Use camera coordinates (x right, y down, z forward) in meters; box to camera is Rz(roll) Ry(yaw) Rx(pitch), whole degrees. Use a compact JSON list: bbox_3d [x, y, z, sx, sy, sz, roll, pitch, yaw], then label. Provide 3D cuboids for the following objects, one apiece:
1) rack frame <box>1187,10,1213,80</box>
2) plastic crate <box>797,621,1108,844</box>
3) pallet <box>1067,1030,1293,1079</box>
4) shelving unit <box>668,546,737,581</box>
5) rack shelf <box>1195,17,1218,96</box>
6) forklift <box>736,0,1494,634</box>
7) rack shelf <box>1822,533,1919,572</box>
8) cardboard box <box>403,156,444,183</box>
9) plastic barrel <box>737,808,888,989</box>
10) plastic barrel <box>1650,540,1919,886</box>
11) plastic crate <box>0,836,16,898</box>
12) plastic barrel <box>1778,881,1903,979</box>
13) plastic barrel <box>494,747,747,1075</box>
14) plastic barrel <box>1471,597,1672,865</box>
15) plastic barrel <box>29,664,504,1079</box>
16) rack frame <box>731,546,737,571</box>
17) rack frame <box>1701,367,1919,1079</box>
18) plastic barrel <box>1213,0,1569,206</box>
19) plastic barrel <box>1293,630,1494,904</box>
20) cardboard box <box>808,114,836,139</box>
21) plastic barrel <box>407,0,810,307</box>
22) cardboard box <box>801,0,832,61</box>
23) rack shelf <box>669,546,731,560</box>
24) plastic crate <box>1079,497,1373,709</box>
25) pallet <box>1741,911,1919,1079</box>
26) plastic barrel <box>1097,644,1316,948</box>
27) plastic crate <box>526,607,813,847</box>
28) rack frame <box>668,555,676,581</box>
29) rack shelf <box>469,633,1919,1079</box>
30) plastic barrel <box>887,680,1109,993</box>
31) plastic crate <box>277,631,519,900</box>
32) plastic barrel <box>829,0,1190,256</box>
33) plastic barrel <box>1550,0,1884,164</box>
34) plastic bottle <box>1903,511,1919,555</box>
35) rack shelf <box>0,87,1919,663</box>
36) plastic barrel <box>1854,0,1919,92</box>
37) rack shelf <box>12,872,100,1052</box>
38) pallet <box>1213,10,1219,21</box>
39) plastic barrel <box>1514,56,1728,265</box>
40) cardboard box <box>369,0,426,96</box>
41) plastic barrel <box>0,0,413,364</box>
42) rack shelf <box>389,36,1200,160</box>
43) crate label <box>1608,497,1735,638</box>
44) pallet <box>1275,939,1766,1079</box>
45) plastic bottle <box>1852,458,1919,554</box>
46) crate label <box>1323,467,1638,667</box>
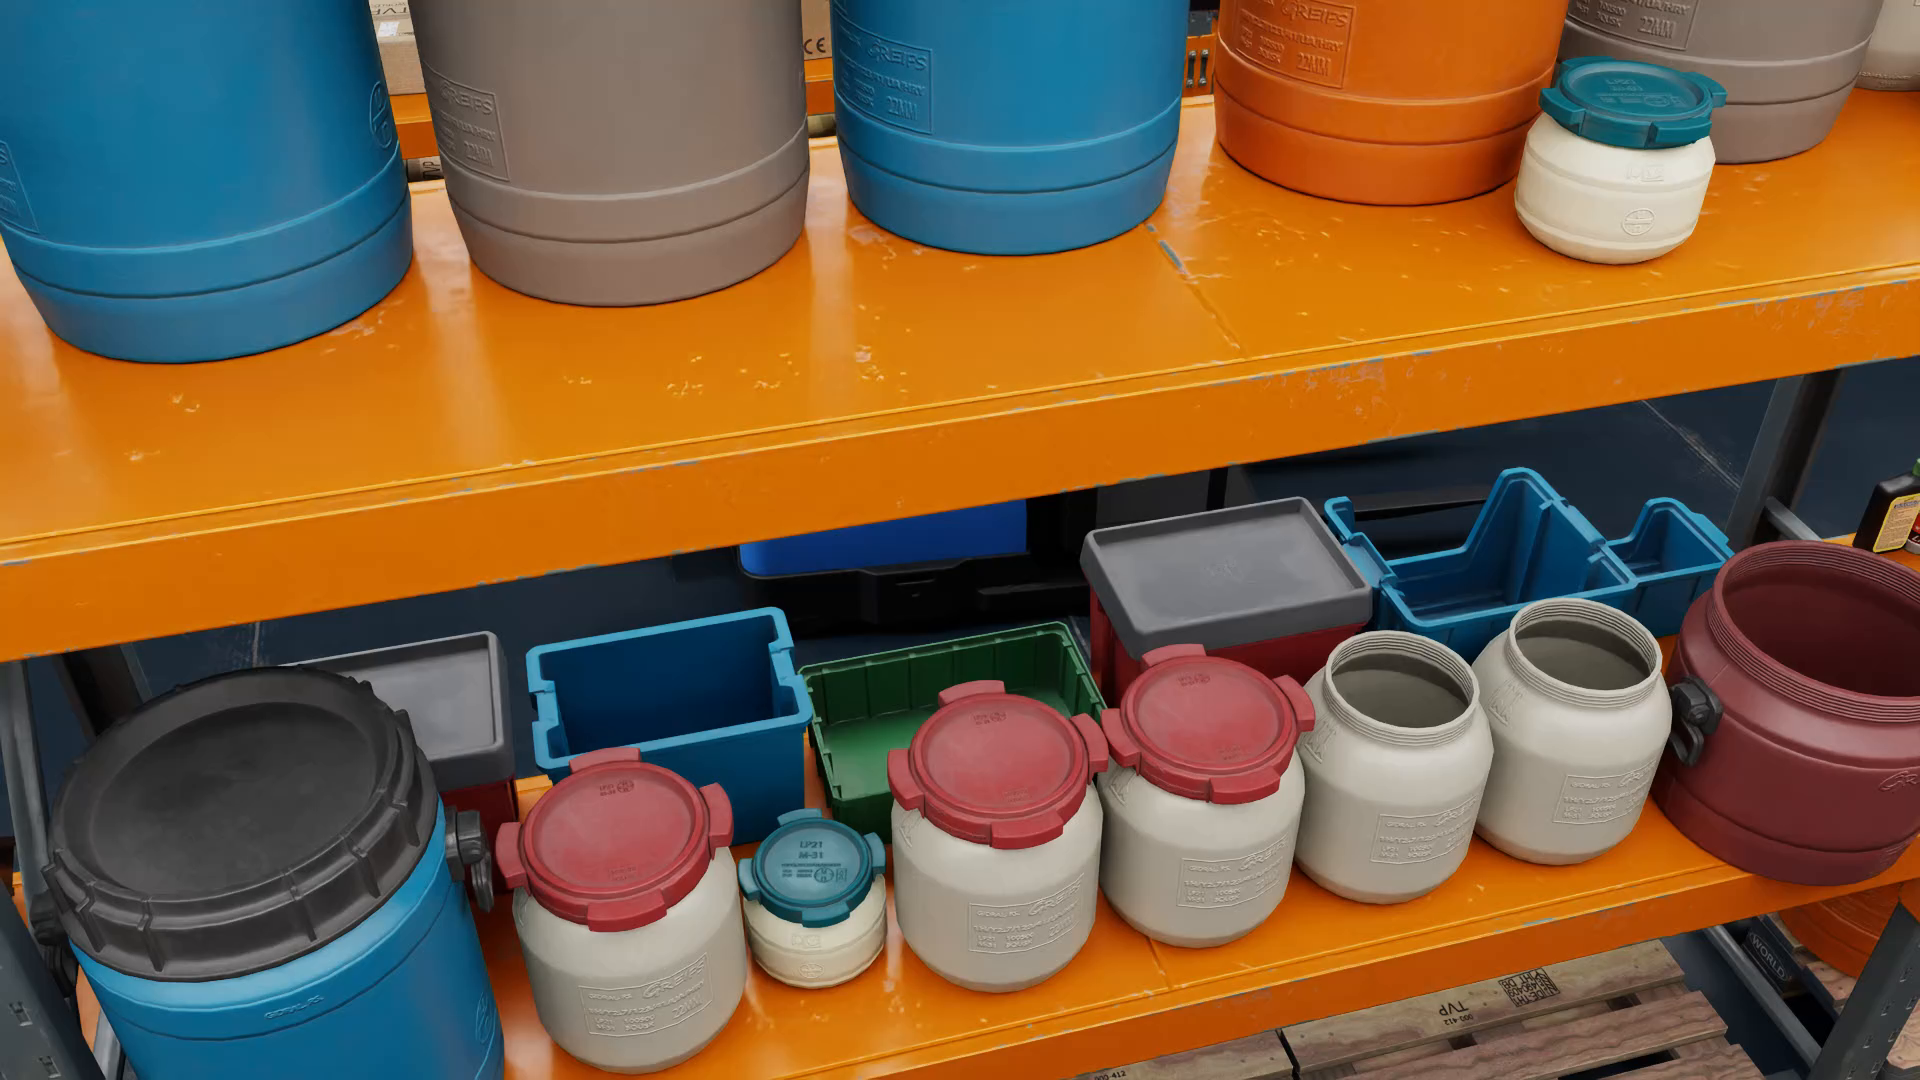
[{"bbox_3d":[0.959,-2.729,7.848,0.127,3.000,1.000,-9,38,-12],"label":"rack frame"},{"bbox_3d":[-0.007,0.454,3.863,0.662,0.188,0.450,-9,38,-12],"label":"plastic crate"},{"bbox_3d":[0.313,1.576,4.516,1.213,0.211,1.003,-9,38,-12],"label":"pallet"},{"bbox_3d":[-1.060,-0.331,6.304,0.252,1.050,0.215,-9,38,-4],"label":"shelving unit"},{"bbox_3d":[2.890,-2.760,8.481,4.000,0.370,1.077,-9,38,-12],"label":"rack shelf"},{"bbox_3d":[0.615,-1.222,5.935,3.031,2.935,1.130,-5,38,-7],"label":"forklift"},{"bbox_3d":[4.177,0.146,4.682,4.000,0.370,1.077,-9,38,-12],"label":"rack shelf"},{"bbox_3d":[-2.587,-1.625,7.861,0.500,0.311,0.500,-9,38,-12],"label":"cardboard box"},{"bbox_3d":[-0.297,0.746,3.420,0.301,0.262,0.301,0,37,0],"label":"plastic barrel"},{"bbox_3d":[1.878,0.374,3.680,0.708,0.536,0.600,-9,38,-12],"label":"plastic barrel"},{"bbox_3d":[-2.154,0.844,3.229,0.504,0.338,0.767,-9,38,-12],"label":"plastic crate"},{"bbox_3d":[2.714,0.785,4.696,0.708,0.830,0.600,-9,38,-12],"label":"plastic barrel"},{"bbox_3d":[-0.634,0.734,3.210,0.433,0.535,0.433,0,37,0],"label":"plastic barrel"},{"bbox_3d":[1.309,0.421,3.639,0.421,0.512,0.421,0,37,0],"label":"plastic barrel"},{"bbox_3d":[-1.163,0.728,2.916,0.708,0.901,0.600,-9,38,-12],"label":"plastic barrel"},{"bbox_3d":[-0.940,-0.351,6.313,0.008,1.050,0.200,-9,38,-4],"label":"rack frame"},{"bbox_3d":[2.247,0.177,4.049,0.127,3.000,1.000,-9,38,-12],"label":"rack frame"},{"bbox_3d":[0.766,-1.078,2.868,0.708,0.830,0.600,-9,38,-12],"label":"plastic barrel"},{"bbox_3d":[0.902,0.488,3.551,0.421,0.512,0.421,0,37,0],"label":"plastic barrel"},{"bbox_3d":[-0.621,-1.948,8.283,0.500,0.311,0.500,-10,39,-13],"label":"cardboard box"},{"bbox_3d":[-0.549,-0.891,2.565,0.600,0.901,0.600,0,37,0],"label":"plastic barrel"},{"bbox_3d":[-0.657,-2.493,7.458,0.500,0.500,0.500,-11,39,-14],"label":"cardboard box"},{"bbox_3d":[-1.036,-0.105,6.482,0.240,0.259,0.215,-9,38,-4],"label":"rack shelf"},{"bbox_3d":[0.607,0.228,3.930,0.583,0.464,0.402,-9,38,-12],"label":"plastic crate"},{"bbox_3d":[2.997,1.136,5.092,1.213,0.211,1.003,-9,38,-12],"label":"pallet"},{"bbox_3d":[0.492,0.549,3.451,0.433,0.535,0.433,0,37,0],"label":"plastic barrel"},{"bbox_3d":[-0.631,0.460,3.693,0.575,0.384,0.392,-9,38,-12],"label":"plastic crate"},{"bbox_3d":[-1.180,-0.311,6.295,0.008,1.050,0.200,-9,38,-4],"label":"rack frame"},{"bbox_3d":[0.316,0.780,3.854,4.000,0.370,1.077,-9,38,-12],"label":"rack shelf"},{"bbox_3d":[0.074,0.618,3.362,0.433,0.535,0.433,0,37,0],"label":"plastic barrel"},{"bbox_3d":[-1.227,0.529,3.537,0.583,0.464,0.402,-9,38,-12],"label":"plastic crate"},{"bbox_3d":[0.082,-0.995,2.700,0.708,0.901,0.600,-9,38,-12],"label":"plastic barrel"},{"bbox_3d":[1.397,-1.210,2.982,0.600,0.901,0.600,0,37,0],"label":"plastic barrel"},{"bbox_3d":[2.642,-0.066,4.531,0.097,0.201,0.097,0,37,0],"label":"plastic bottle"},{"bbox_3d":[0.316,-0.412,2.942,4.000,0.370,1.077,-9,38,-12],"label":"rack shelf"},{"bbox_3d":[1.867,-1.189,3.275,0.421,0.512,0.421,0,37,0],"label":"plastic barrel"},{"bbox_3d":[-3.546,1.413,3.026,4.000,0.370,1.077,-9,38,-12],"label":"rack shelf"},{"bbox_3d":[1.595,-2.801,8.101,1.003,0.211,1.213,-9,38,-12],"label":"pallet"},{"bbox_3d":[1.080,-0.621,2.738,0.301,0.262,0.301,0,37,0],"label":"plastic barrel"},{"bbox_3d":[-2.439,-2.139,7.201,0.500,0.250,0.500,-7,38,-9],"label":"cardboard box"},{"bbox_3d":[-1.181,-0.787,2.429,0.708,0.901,0.600,-9,38,-12],"label":"plastic barrel"},{"bbox_3d":[-0.972,-2.126,7.653,4.000,0.370,1.077,-9,38,-12],"label":"rack shelf"},{"bbox_3d":[1.742,0.091,4.300,0.416,0.233,0.303,-9,38,-12],"label":"crate label"},{"bbox_3d":[1.489,1.385,4.766,1.213,0.211,1.003,-9,38,-12],"label":"pallet"},{"bbox_3d":[2.526,-0.091,4.496,0.133,0.283,0.061,-9,38,-12],"label":"plastic bottle"},{"bbox_3d":[1.217,0.162,4.040,0.616,0.435,0.502,-9,38,-12],"label":"crate label"}]
